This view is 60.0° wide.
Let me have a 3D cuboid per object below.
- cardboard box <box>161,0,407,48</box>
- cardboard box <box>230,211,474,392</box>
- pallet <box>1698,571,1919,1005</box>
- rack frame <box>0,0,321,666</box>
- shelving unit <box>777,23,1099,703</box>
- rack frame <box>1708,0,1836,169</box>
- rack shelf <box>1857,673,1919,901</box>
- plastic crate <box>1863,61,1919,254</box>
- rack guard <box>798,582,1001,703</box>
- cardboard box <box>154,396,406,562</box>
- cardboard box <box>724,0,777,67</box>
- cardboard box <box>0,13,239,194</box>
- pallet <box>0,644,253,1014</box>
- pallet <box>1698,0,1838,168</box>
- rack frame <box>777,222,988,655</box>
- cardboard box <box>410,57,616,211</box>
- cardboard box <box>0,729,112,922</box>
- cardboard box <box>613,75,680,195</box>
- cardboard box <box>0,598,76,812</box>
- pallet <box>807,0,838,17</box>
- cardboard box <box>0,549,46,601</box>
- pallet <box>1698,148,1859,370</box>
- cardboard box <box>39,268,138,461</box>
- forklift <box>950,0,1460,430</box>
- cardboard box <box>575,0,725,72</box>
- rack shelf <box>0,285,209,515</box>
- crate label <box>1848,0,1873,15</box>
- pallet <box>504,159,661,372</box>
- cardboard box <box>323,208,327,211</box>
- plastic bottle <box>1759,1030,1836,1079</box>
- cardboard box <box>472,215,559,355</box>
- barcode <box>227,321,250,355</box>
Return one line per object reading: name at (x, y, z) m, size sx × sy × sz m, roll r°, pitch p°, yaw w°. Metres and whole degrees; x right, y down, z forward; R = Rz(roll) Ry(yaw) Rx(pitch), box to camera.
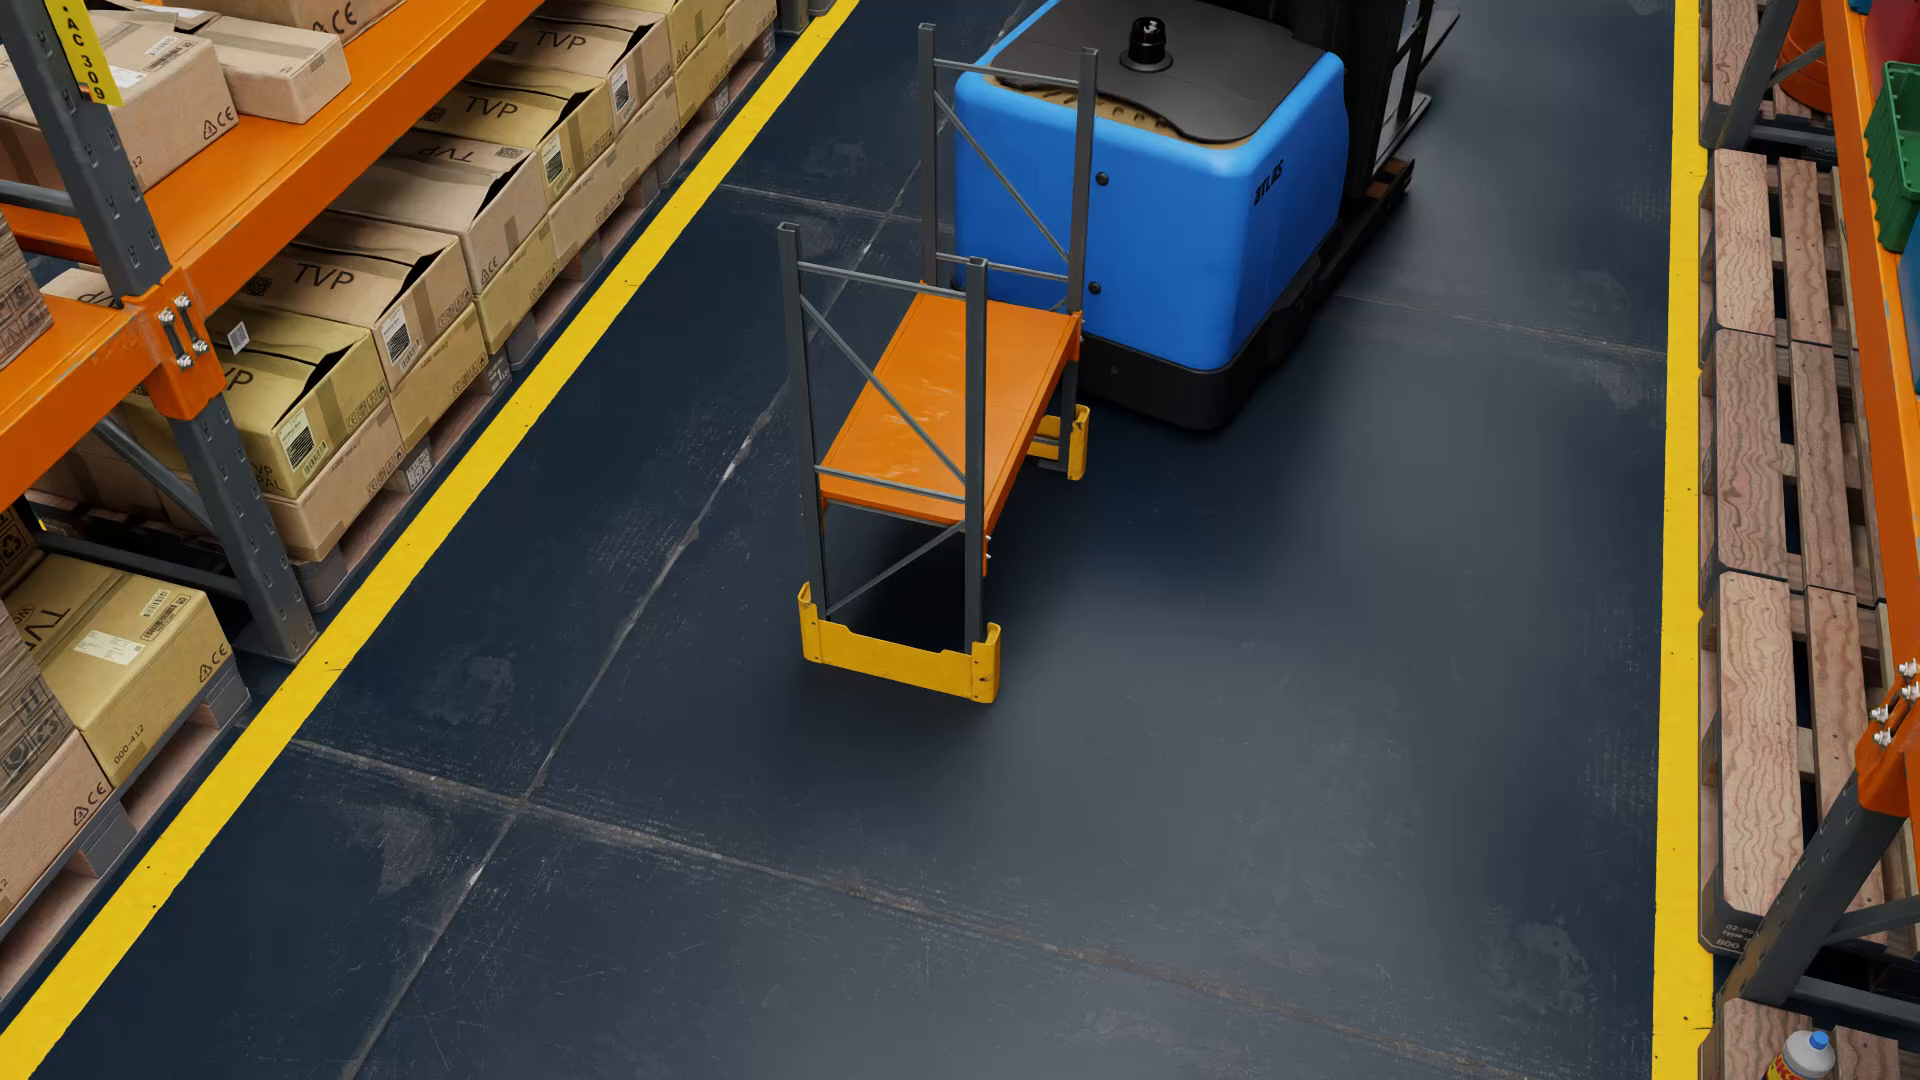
cardboard box at (-1.994, -1.746, 4.818) m, size 0.500 × 0.500 × 0.500 m, roll 16°, pitch 47°, yaw 15°
cardboard box at (-1.882, -0.774, 5.161) m, size 0.500 × 0.311 × 0.500 m, roll 12°, pitch 46°, yaw 12°
pallet at (2.519, 0.666, 4.418) m, size 1.003 × 0.211 × 1.213 m, roll 13°, pitch 46°, yaw 13°
rack frame at (-2.401, -0.851, 3.975) m, size 1.000 × 3.000 × 0.127 m, roll 13°, pitch 46°, yaw 13°
shelving unit at (-0.023, -0.485, 4.674) m, size 0.587 × 1.500 × 1.083 m, roll 13°, pitch 46°, yaw 13°
rack frame at (3.529, -2.465, 5.625) m, size 1.000 × 3.000 × 0.127 m, roll 13°, pitch 46°, yaw 13°
rack shelf at (1.712, 1.791, 1.789) m, size 1.077 × 0.370 × 4.000 m, roll 13°, pitch 46°, yaw 13°
plastic crate at (2.577, -0.944, 4.221) m, size 0.450 × 0.188 × 0.662 m, roll 13°, pitch 46°, yaw 13°
rack guard at (-0.174, 0.293, 4.771) m, size 0.587 × 0.250 × 0.087 m, roll 13°, pitch 46°, yaw 13°
cardboard box at (-2.043, -0.234, 5.010) m, size 0.500 × 0.250 × 0.500 m, roll 12°, pitch 46°, yaw 12°
cardboard box at (-1.117, -2.282, 7.103) m, size 0.500 × 0.250 × 0.500 m, roll 14°, pitch 46°, yaw 13°
cardboard box at (-2.294, -1.134, 4.372) m, size 0.500 × 0.250 × 0.500 m, roll 15°, pitch 46°, yaw 15°
pallet at (-2.682, 0.667, 4.417) m, size 1.003 × 0.211 × 1.213 m, roll 13°, pitch 46°, yaw 13°
pallet at (3.729, -2.003, 7.146) m, size 1.003 × 0.211 × 1.213 m, roll 13°, pitch 46°, yaw 13°
rack frame at (-0.180, -0.140, 4.321) m, size 0.500 × 1.500 × 0.032 m, roll 13°, pitch 46°, yaw 13°
cardboard box at (-1.575, -1.466, 5.868) m, size 0.500 × 0.311 × 0.500 m, roll 14°, pitch 46°, yaw 14°
cardboard box at (-2.494, 0.669, 4.088) m, size 0.500 × 0.250 × 0.500 m, roll 13°, pitch 46°, yaw 13°
cardboard box at (-1.425, -1.603, 6.409) m, size 0.500 × 0.250 × 0.500 m, roll 14°, pitch 46°, yaw 13°
cardboard box at (-2.496, 0.400, 3.826) m, size 0.500 × 0.500 × 0.500 m, roll 13°, pitch 46°, yaw 13°
pallet at (-0.928, -3.010, 8.175) m, size 1.003 × 0.211 × 1.213 m, roll 13°, pitch 46°, yaw 13°
cardboard box at (-2.831, 0.227, 4.539) m, size 0.500 × 0.250 × 0.500 m, roll 13°, pitch 46°, yaw 13°
pallet at (3.258, -0.960, 6.081) m, size 1.003 × 0.211 × 1.213 m, roll 13°, pitch 46°, yaw 13°
cardboard box at (-2.552, -0.549, 4.931) m, size 0.500 × 0.311 × 0.500 m, roll 13°, pitch 46°, yaw 13°
forklift at (1.146, -2.433, 5.641) m, size 1.130 × 2.935 × 3.031 m, roll 22°, pitch 49°, yaw 21°
cardboard box at (-1.265, -2.136, 6.552) m, size 0.500 × 0.311 × 0.500 m, roll 12°, pitch 46°, yaw 12°
rack shelf at (-3.007, 0.740, 2.864) m, size 1.077 × 0.370 × 4.000 m, roll 13°, pitch 46°, yaw 13°
crate label at (2.971, -1.873, 4.994) m, size 0.502 × 0.435 × 0.616 m, roll 13°, pitch 46°, yaw 13°
pallet at (-1.848, -1.169, 6.294) m, size 1.003 × 0.211 × 1.213 m, roll 13°, pitch 46°, yaw 13°
cardboard box at (-2.247, -1.229, 5.626) m, size 0.500 × 0.311 × 0.500 m, roll 12°, pitch 46°, yaw 12°
plastic bottle at (1.804, 1.138, 3.578) m, size 0.097 × 0.271 × 0.097 m, roll 0°, pitch 44°, yaw 0°
cardboard box at (-1.733, -0.921, 5.712) m, size 0.500 × 0.250 × 0.500 m, roll 11°, pitch 45°, yaw 11°
barcode at (-1.927, -0.539, 4.443) m, size 0.001 × 0.075 × 0.075 m, roll 13°, pitch 46°, yaw 13°
